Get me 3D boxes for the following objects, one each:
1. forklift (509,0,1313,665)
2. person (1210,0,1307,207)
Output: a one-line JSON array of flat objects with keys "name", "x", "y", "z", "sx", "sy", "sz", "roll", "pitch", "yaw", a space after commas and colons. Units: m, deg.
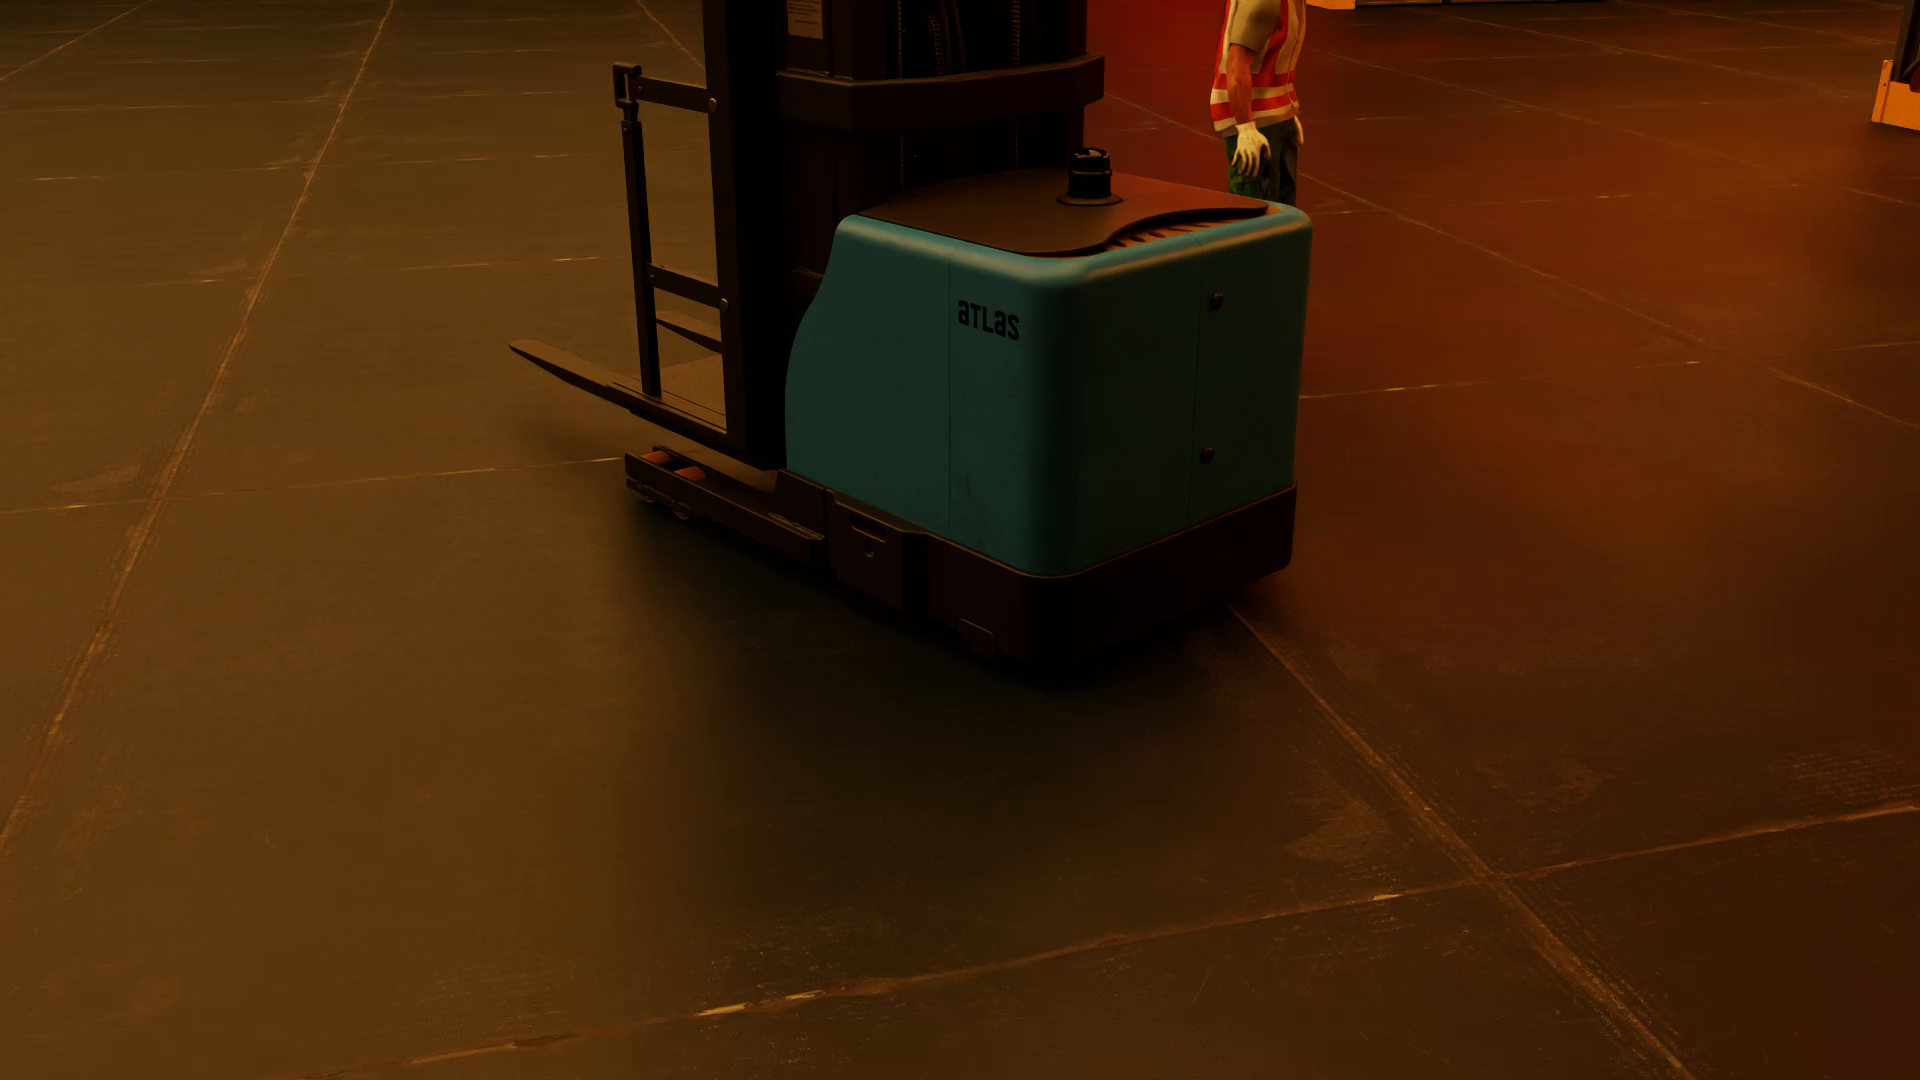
[{"name": "forklift", "x": -0.421, "y": -1.529, "z": 4.902, "sx": 1.130, "sy": 2.935, "sz": 3.031, "roll": -20, "pitch": 30, "yaw": -38}, {"name": "person", "x": 1.234, "y": -1.640, "z": 6.641, "sx": 0.451, "sy": 1.777, "sz": 0.620, "roll": 12, "pitch": 26, "yaw": 25}]
